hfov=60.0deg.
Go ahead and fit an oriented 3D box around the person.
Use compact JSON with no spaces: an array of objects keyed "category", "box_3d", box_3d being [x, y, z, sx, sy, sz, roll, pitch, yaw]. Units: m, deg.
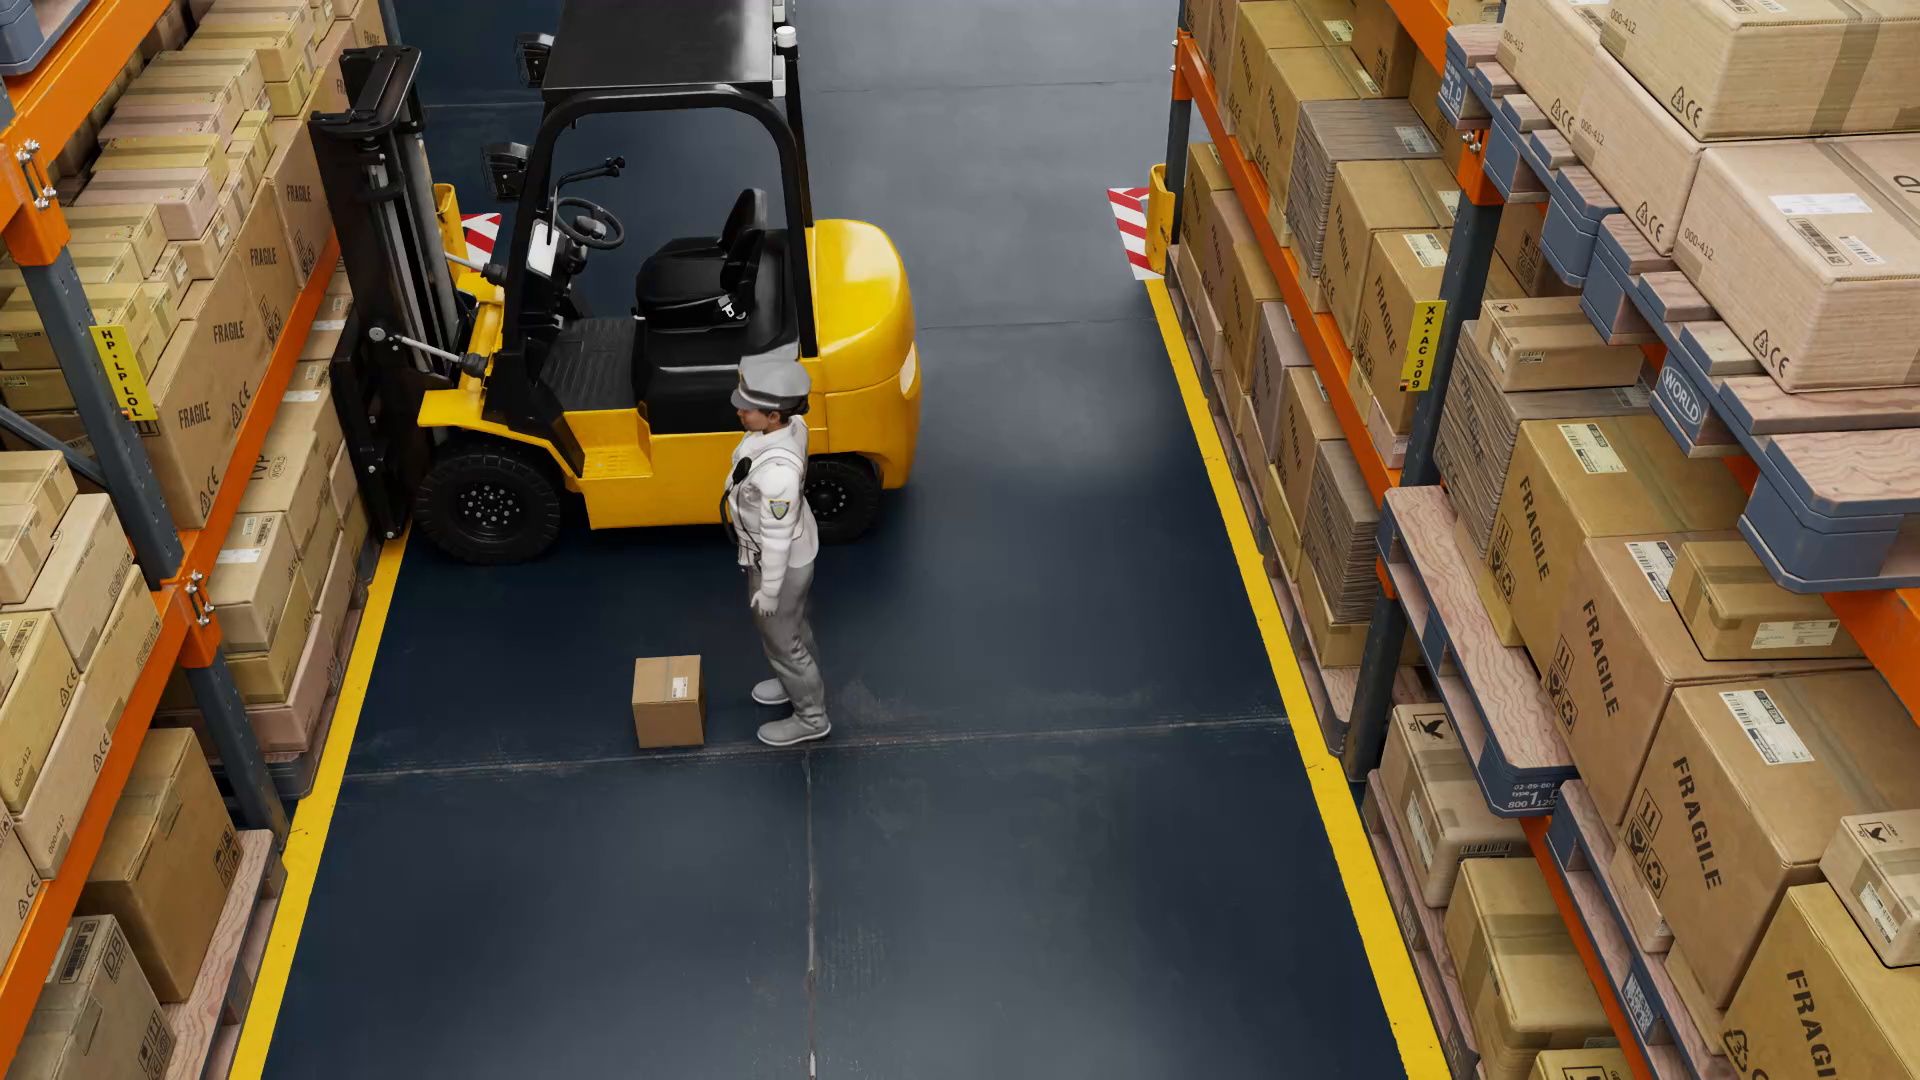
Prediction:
[{"category":"person","box_3d":[-0.671,0.063,6.069,0.341,1.679,0.465,-2,39,-3]}]
